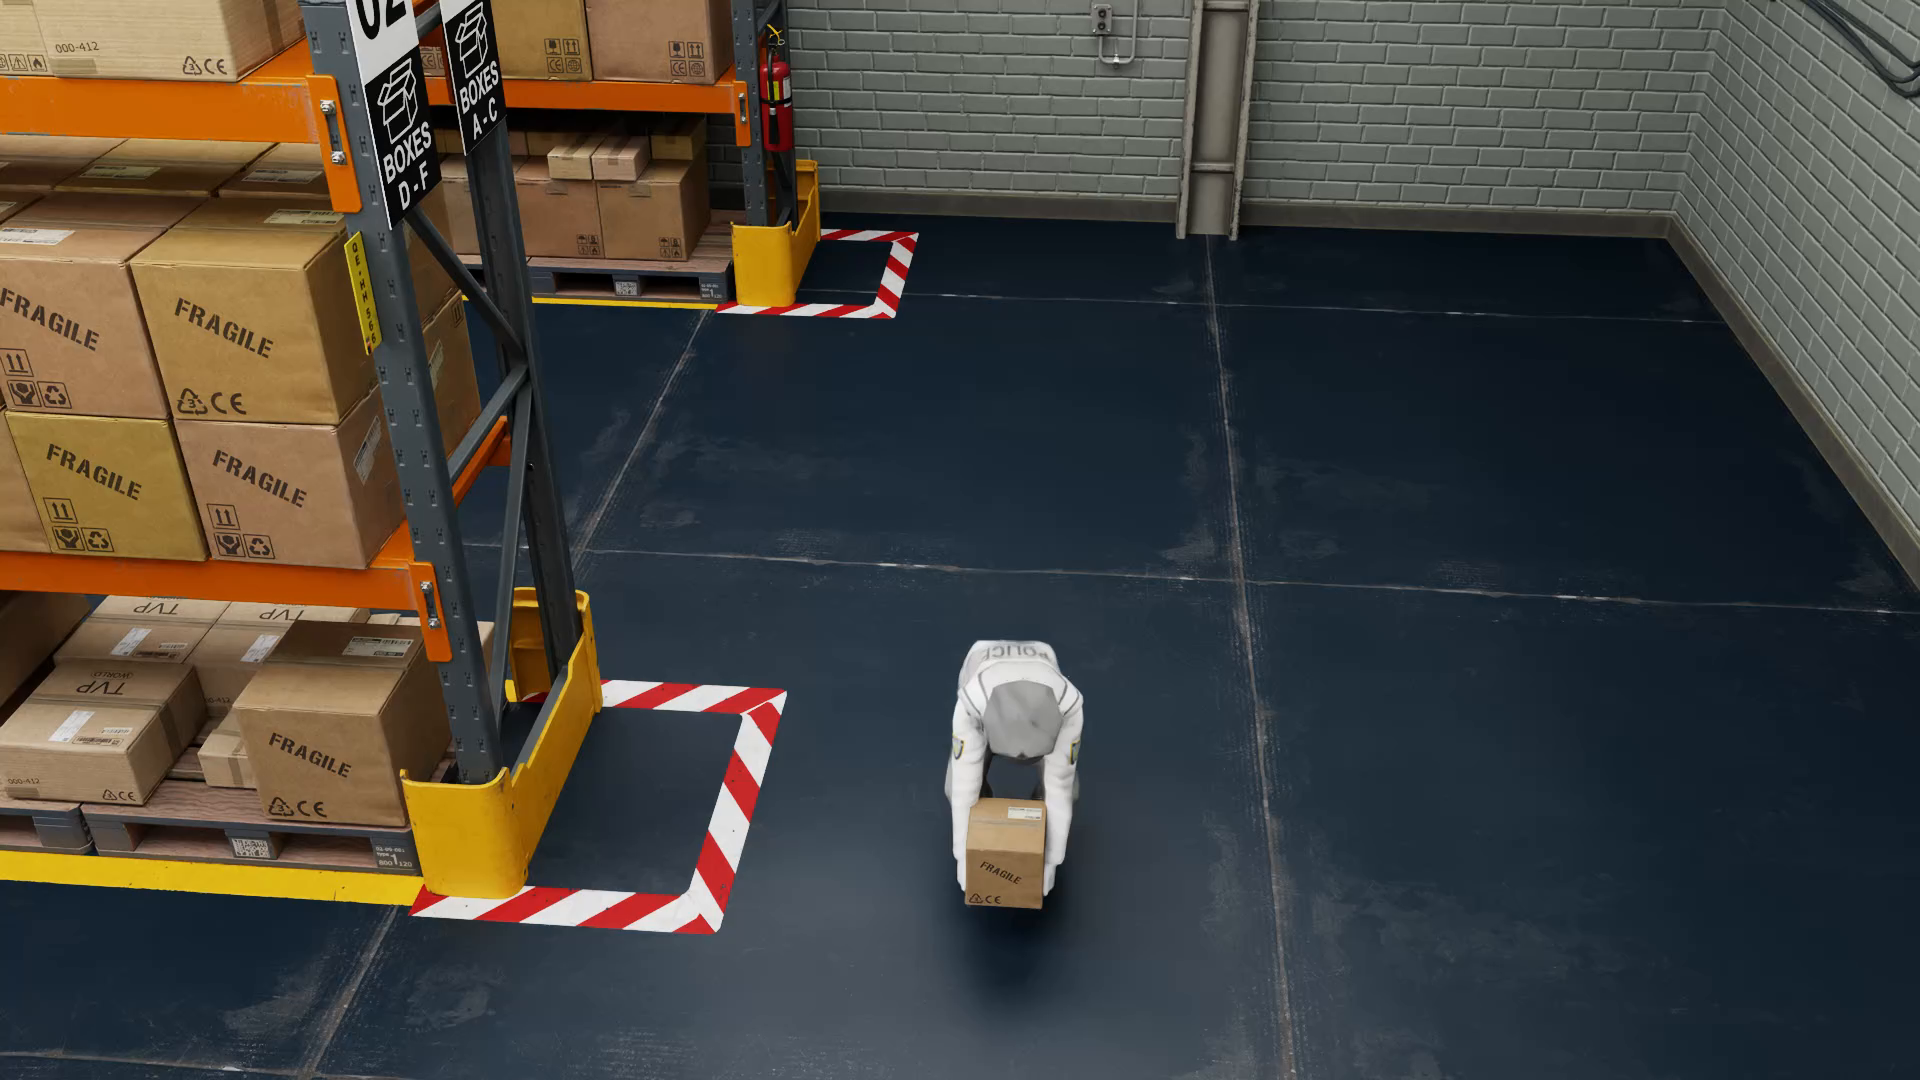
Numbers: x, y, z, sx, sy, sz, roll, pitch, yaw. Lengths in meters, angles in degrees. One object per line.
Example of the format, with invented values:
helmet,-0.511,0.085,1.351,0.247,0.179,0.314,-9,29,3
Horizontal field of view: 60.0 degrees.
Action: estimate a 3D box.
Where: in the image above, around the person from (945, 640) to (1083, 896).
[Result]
person,0.180,0.720,5.642,0.458,0.981,0.876,2,32,3
